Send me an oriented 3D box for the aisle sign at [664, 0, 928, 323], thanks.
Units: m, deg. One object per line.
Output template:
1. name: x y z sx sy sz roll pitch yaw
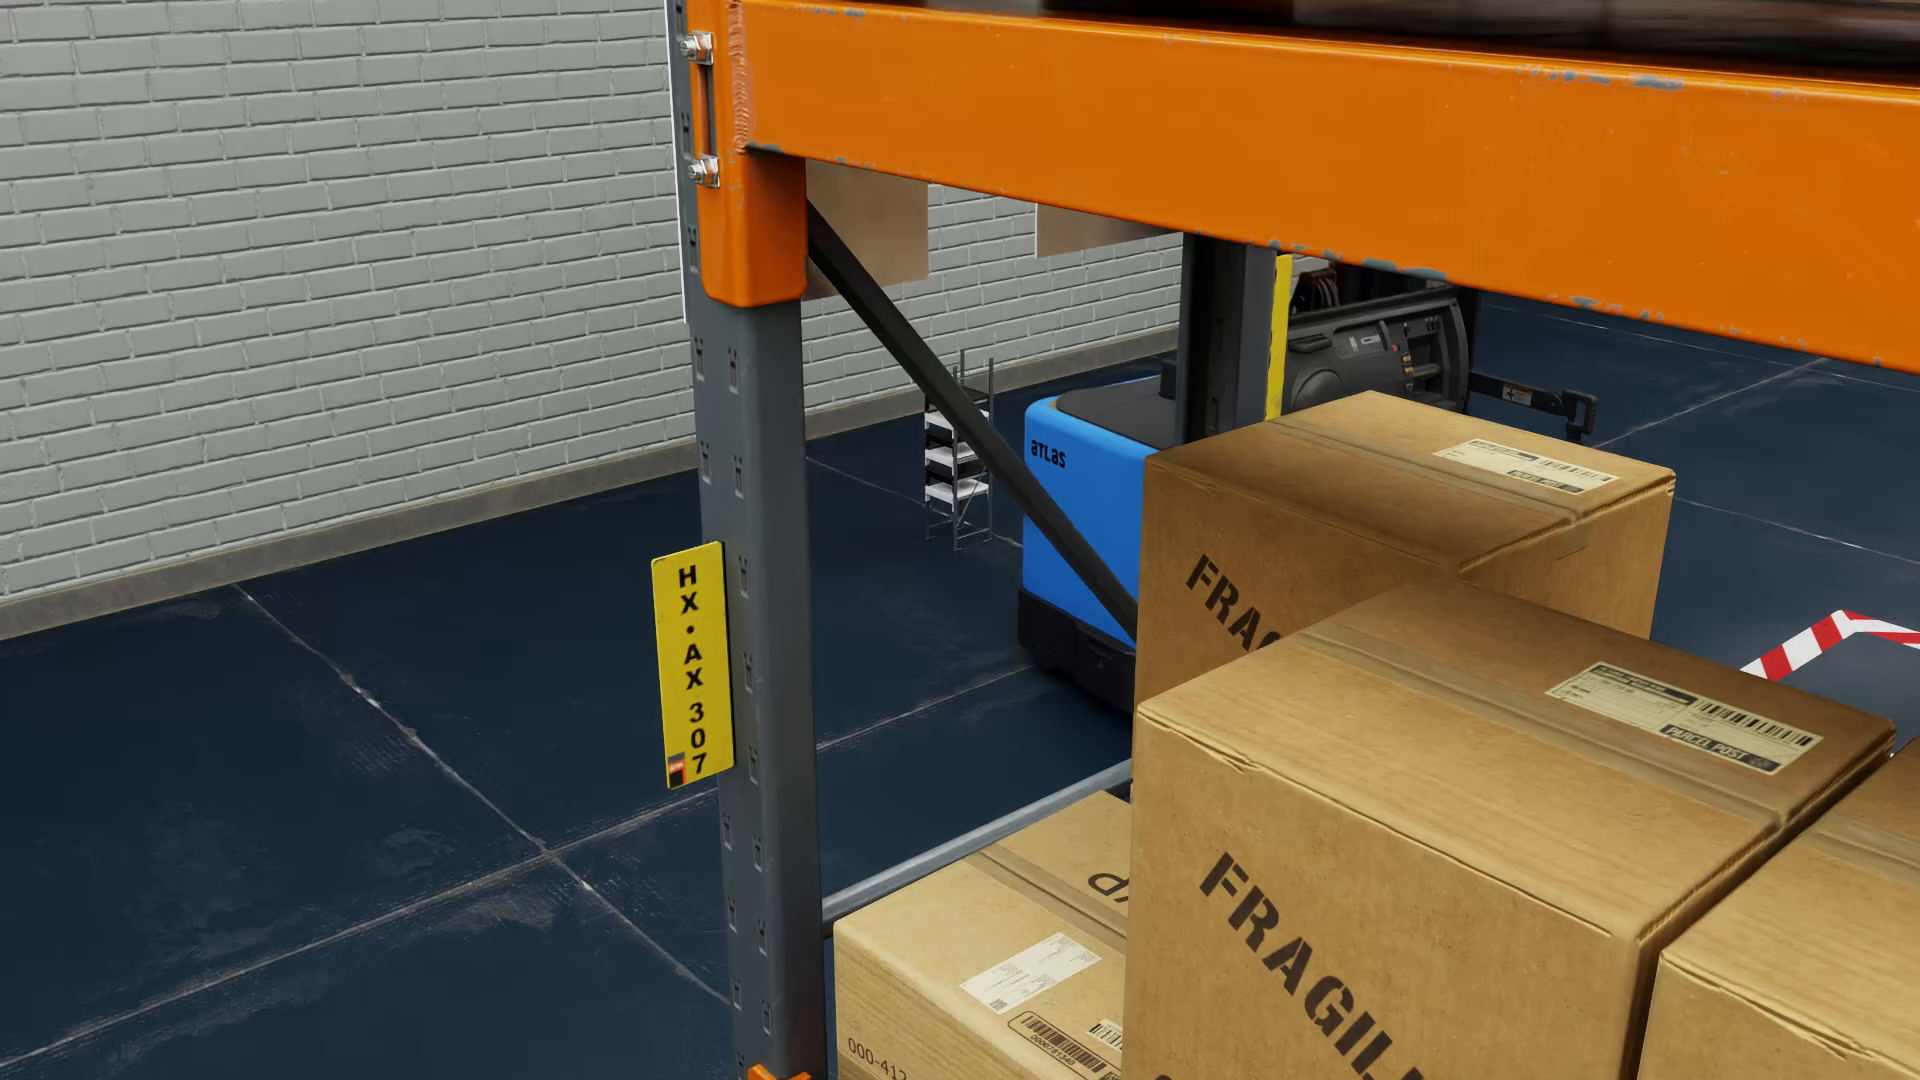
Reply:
1. aisle sign: -0.194 -0.685 2.054 0.394 0.787 0.004 -17 27 -37

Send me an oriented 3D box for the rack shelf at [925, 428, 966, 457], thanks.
1. rack shelf: -0.005 -0.474 7.805 0.258 0.077 0.200 -17 27 -37

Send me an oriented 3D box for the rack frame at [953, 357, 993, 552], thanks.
1. rack frame: 0.061 -0.393 7.754 0.240 0.900 0.006 -17 27 -37

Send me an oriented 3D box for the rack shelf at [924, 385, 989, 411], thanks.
1. rack shelf: -0.005 -0.642 7.739 0.258 0.077 0.200 -17 27 -37

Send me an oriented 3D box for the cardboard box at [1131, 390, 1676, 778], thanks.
1. cardboard box: 0.597 0.129 2.312 0.500 0.500 0.500 -17 27 -37

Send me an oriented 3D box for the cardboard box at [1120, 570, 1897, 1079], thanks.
1. cardboard box: 0.515 0.392 1.641 0.500 0.500 0.500 -18 28 -39

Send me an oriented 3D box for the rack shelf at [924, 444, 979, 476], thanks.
1. rack shelf: -0.005 -0.390 7.838 0.258 0.077 0.200 -17 27 -37

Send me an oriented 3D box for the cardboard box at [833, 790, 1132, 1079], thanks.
1. cardboard box: 0.189 0.603 2.130 0.500 0.250 0.500 -18 28 -39

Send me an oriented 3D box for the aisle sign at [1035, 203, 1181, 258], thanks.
1. aisle sign: 0.260 -0.827 2.419 0.394 0.787 0.004 -17 27 -37

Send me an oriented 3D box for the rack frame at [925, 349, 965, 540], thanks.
1. rack frame: -0.072 -0.449 7.897 0.240 0.900 0.006 -17 27 -37

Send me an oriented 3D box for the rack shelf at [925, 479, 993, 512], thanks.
1. rack shelf: -0.005 -0.223 7.903 0.258 0.077 0.200 -17 27 -37

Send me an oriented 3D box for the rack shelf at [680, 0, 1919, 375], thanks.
1. rack shelf: 1.385 -0.035 0.833 1.077 0.370 4.000 -17 27 -37

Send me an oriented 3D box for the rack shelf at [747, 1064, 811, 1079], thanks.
1. rack shelf: 1.385 1.362 1.380 1.077 0.370 4.000 -17 27 -37

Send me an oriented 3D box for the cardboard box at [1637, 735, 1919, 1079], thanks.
1. cardboard box: 0.858 0.533 1.279 0.500 0.500 0.500 -18 28 -39

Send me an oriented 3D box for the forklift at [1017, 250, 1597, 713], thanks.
1. forklift: 1.489 -0.559 5.391 1.130 2.935 3.031 -14 26 -32

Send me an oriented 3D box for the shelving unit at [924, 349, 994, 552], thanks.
1. shelving unit: -0.005 -0.421 7.826 0.258 0.900 0.210 -17 27 -37

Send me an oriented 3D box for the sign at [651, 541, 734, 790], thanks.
1. sign: -0.345 0.165 2.154 0.100 0.325 0.005 -17 27 -37

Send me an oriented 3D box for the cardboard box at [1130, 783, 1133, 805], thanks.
1. cardboard box: 0.597 0.476 2.452 0.500 0.250 0.500 -18 28 -38

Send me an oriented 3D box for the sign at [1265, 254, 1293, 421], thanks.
1. sign: 0.500 -0.300 2.725 0.100 0.325 0.005 -17 27 -37

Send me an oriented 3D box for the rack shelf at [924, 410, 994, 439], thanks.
1. rack shelf: -0.005 -0.558 7.772 0.258 0.077 0.200 -17 27 -37

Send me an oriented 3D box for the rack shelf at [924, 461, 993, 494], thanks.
1. rack shelf: -0.005 -0.306 7.871 0.258 0.077 0.200 -17 27 -37
